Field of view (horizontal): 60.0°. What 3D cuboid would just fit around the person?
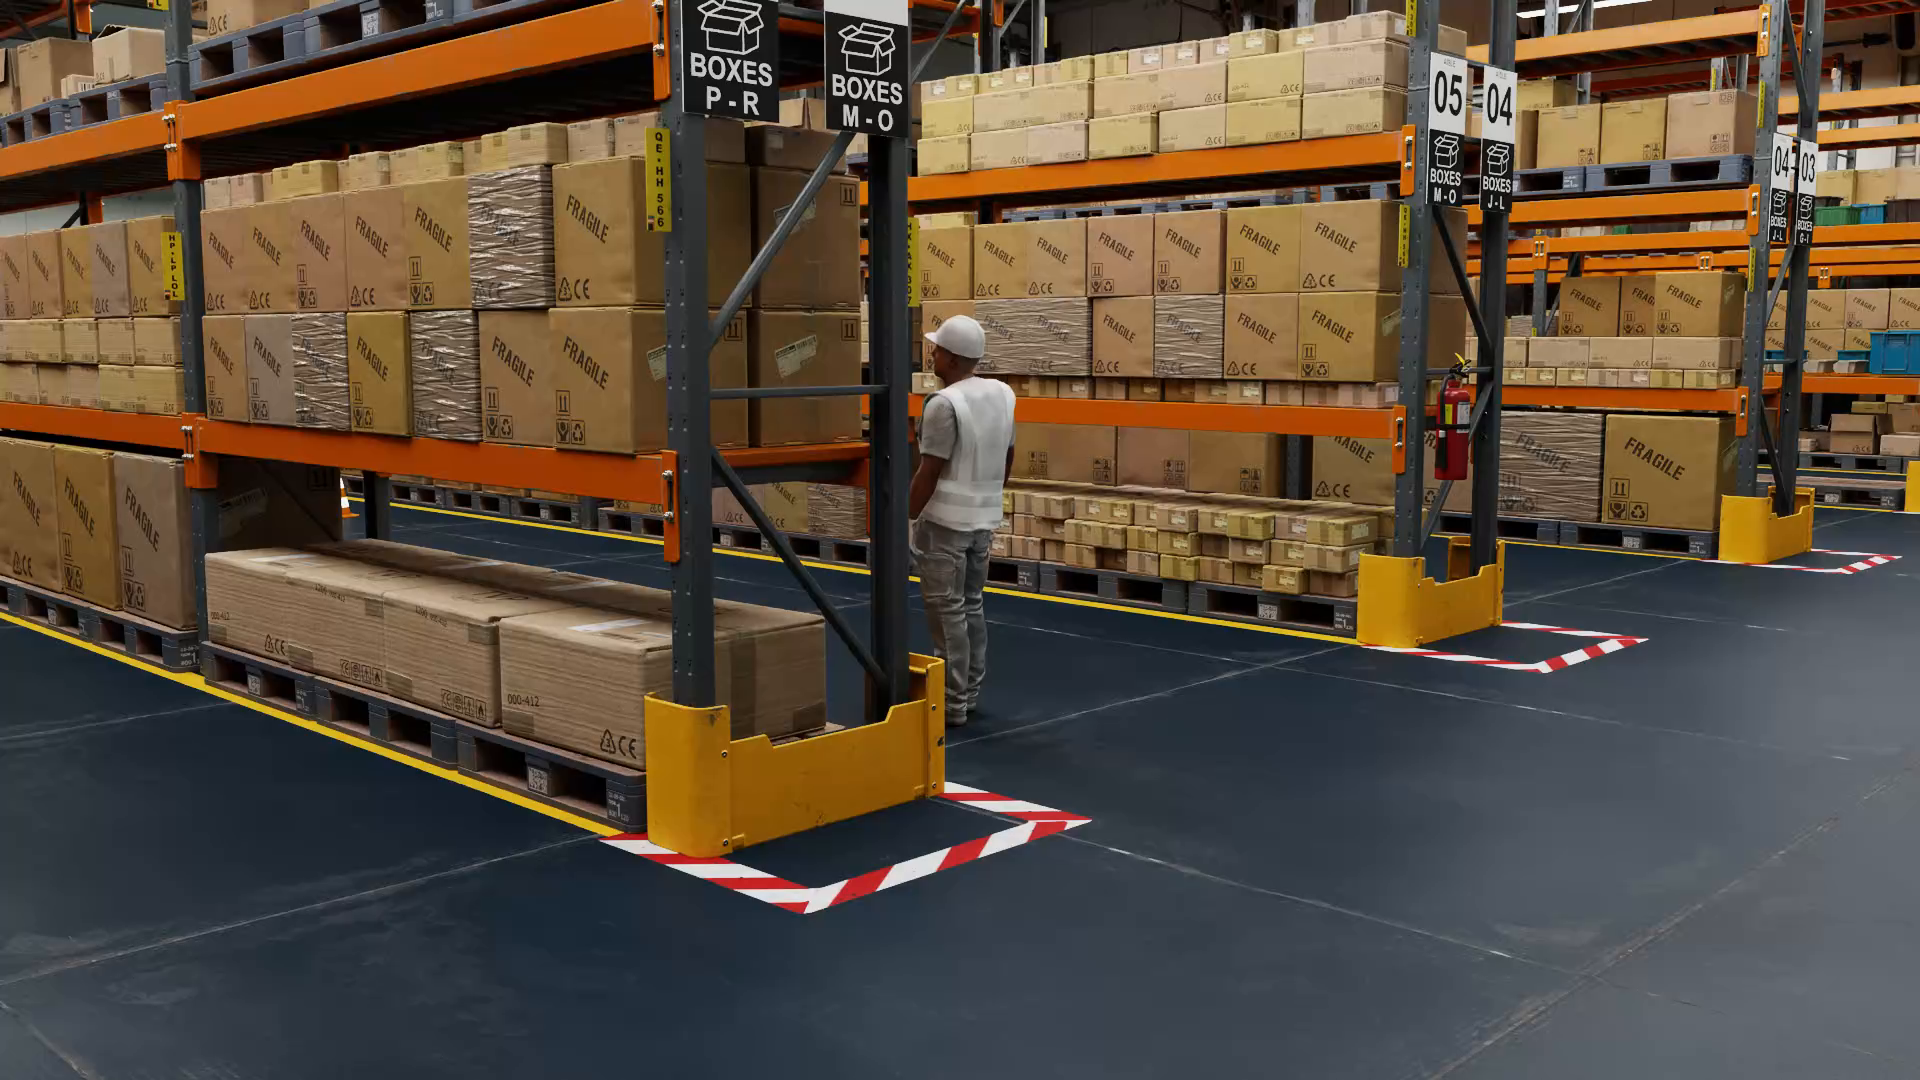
[{"bbox_3d":[-0.077,-0.085,7.297,0.574,1.785,0.656,5,9,36],"label":"person"}]
